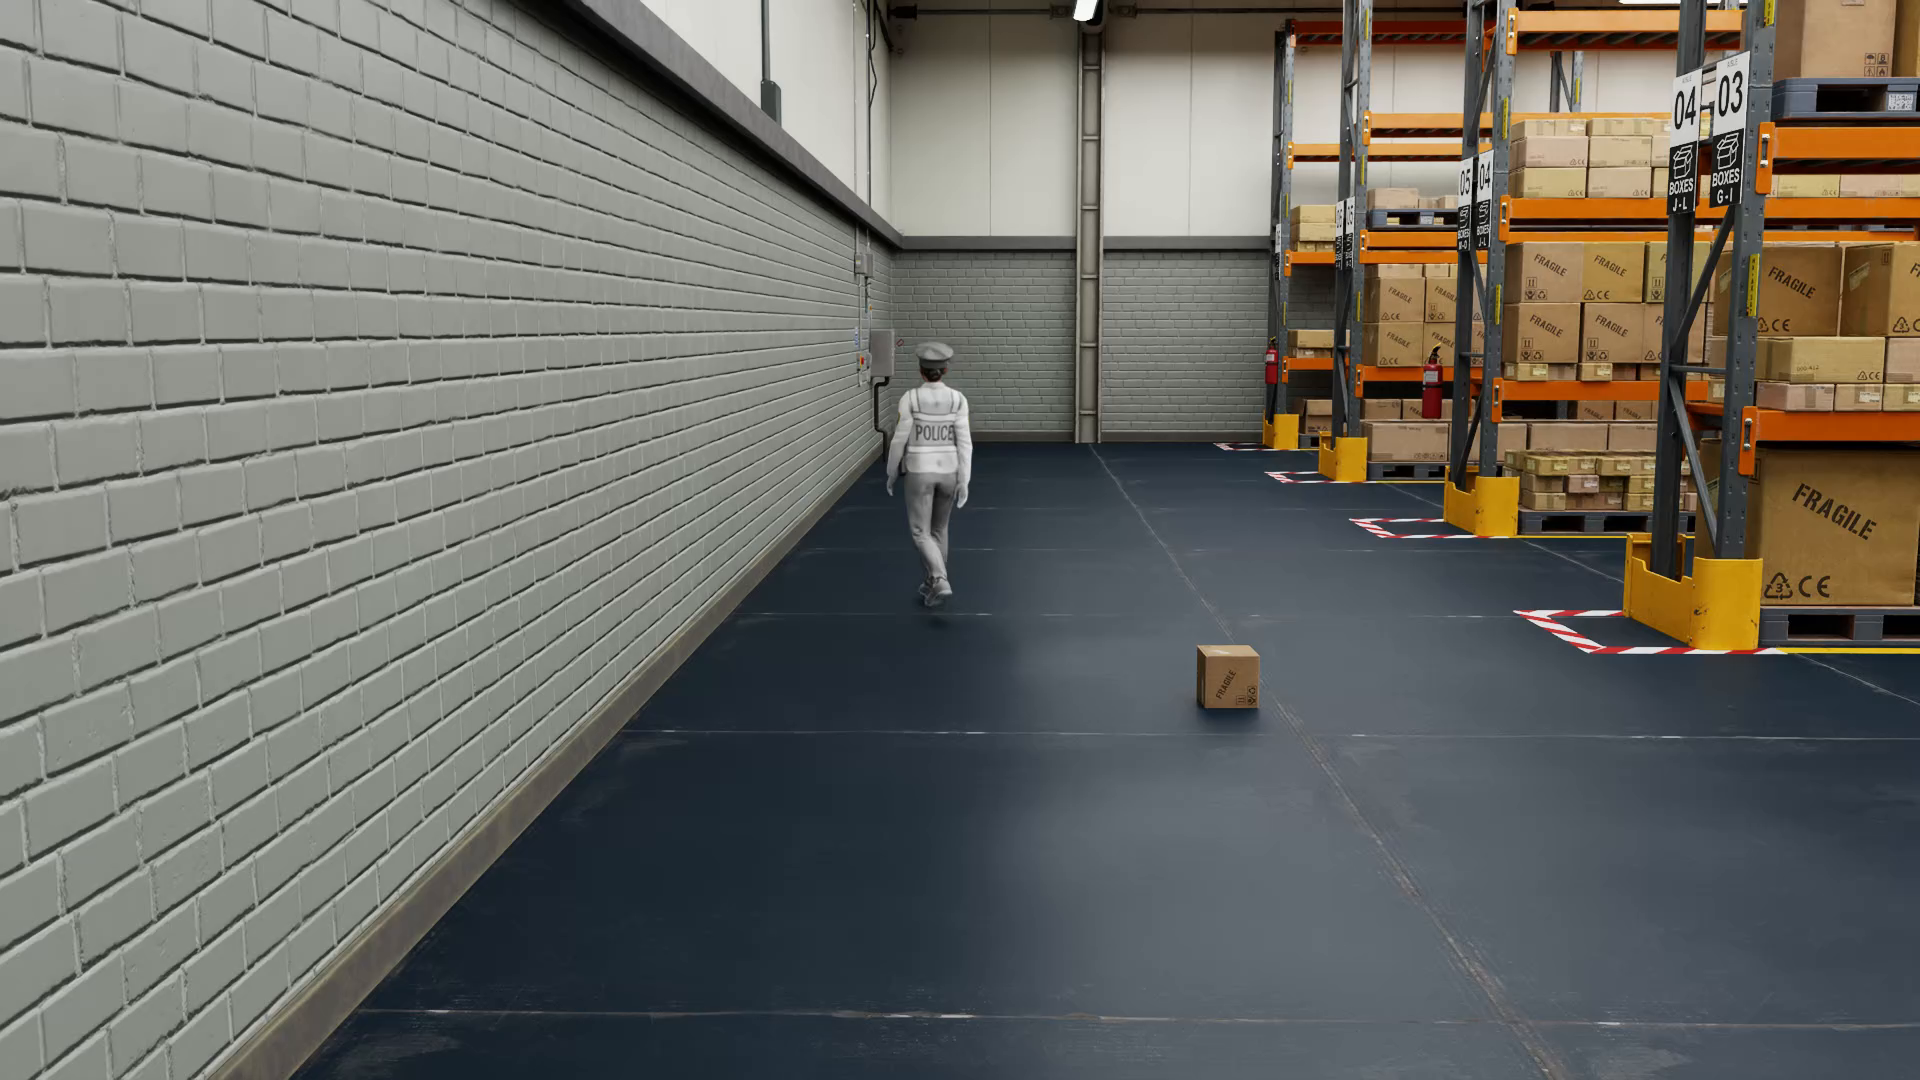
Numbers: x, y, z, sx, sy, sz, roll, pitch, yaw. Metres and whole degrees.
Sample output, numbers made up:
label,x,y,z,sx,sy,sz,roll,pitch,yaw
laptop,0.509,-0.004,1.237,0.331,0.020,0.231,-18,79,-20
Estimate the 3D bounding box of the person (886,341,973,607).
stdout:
label,x,y,z,sx,sy,sz,roll,pitch,yaw
person,-0.192,-0.401,10.252,0.491,1.643,0.922,-2,8,-18
